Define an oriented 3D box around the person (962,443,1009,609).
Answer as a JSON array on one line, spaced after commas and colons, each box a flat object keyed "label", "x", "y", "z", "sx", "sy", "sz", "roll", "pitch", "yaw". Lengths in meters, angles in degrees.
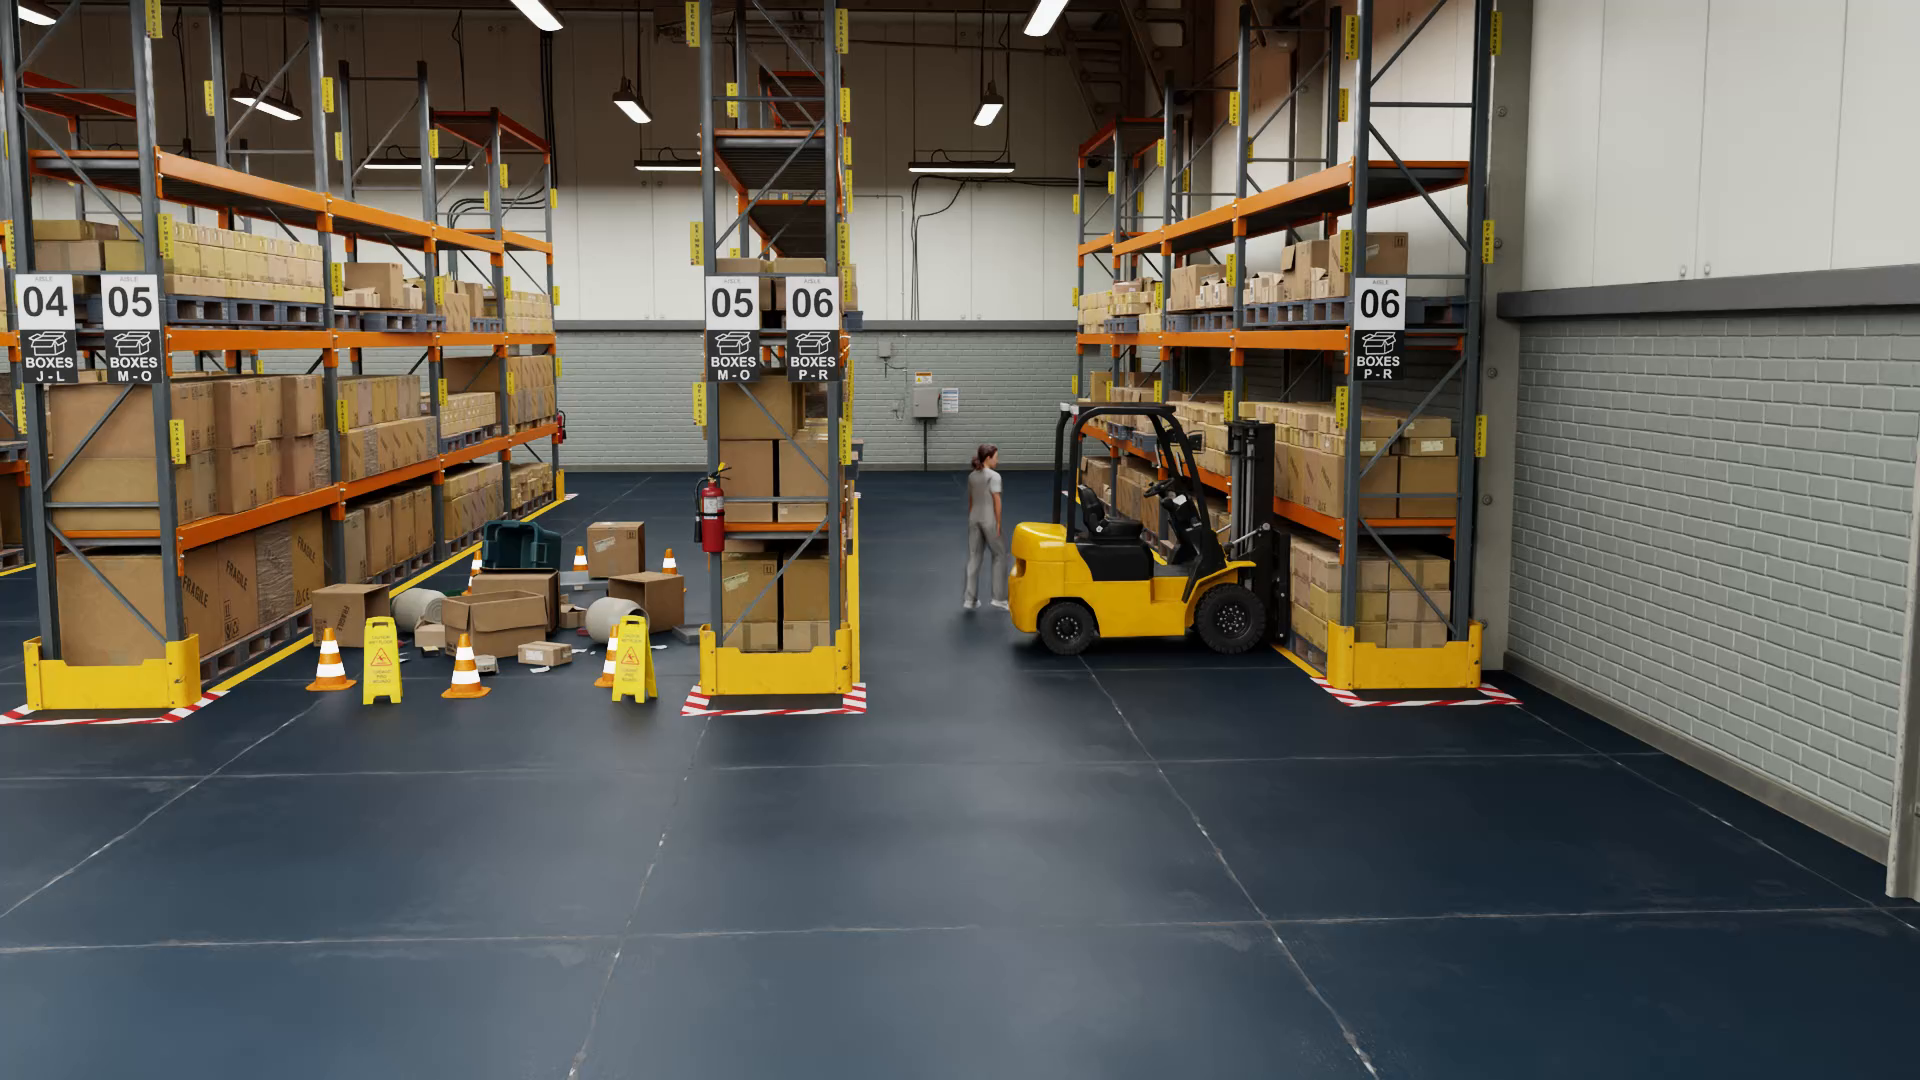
[{"label": "person", "x": 0.237, "y": -0.113, "z": 16.786, "sx": 0.462, "sy": 1.714, "sz": 0.637, "roll": 5, "pitch": 9, "yaw": 36}]
